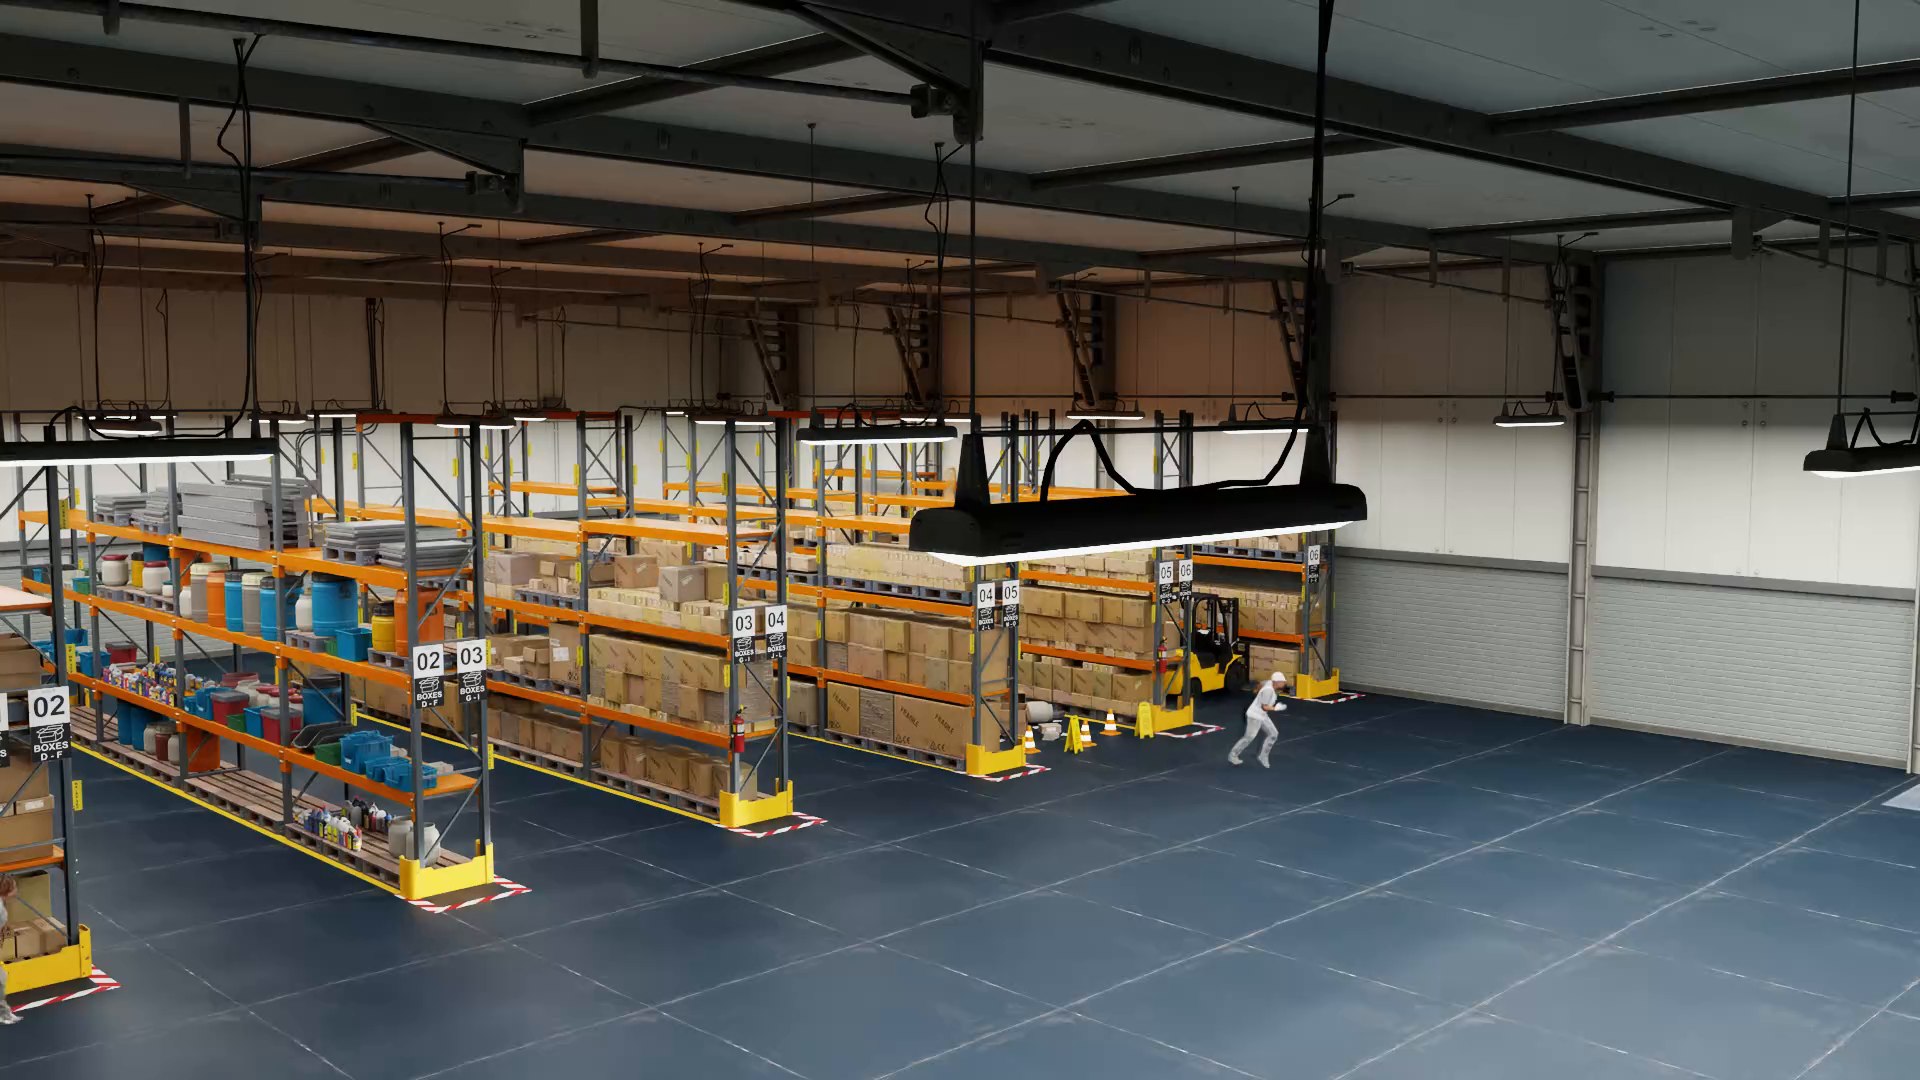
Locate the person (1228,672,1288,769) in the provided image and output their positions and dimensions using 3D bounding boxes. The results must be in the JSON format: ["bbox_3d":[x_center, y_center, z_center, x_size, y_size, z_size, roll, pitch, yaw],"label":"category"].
[{"bbox_3d":[5.068,3.072,28.275,0.999,1.702,0.726,2,5,20],"label":"person"}]

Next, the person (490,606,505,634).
[{"bbox_3d":[-11.176,1.990,40.373,0.904,1.790,0.753,-4,7,-41],"label":"person"}]

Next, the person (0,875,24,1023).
[{"bbox_3d":[-9.874,4.148,16.593,0.880,1.549,0.555,-2,5,-21],"label":"person"}]
